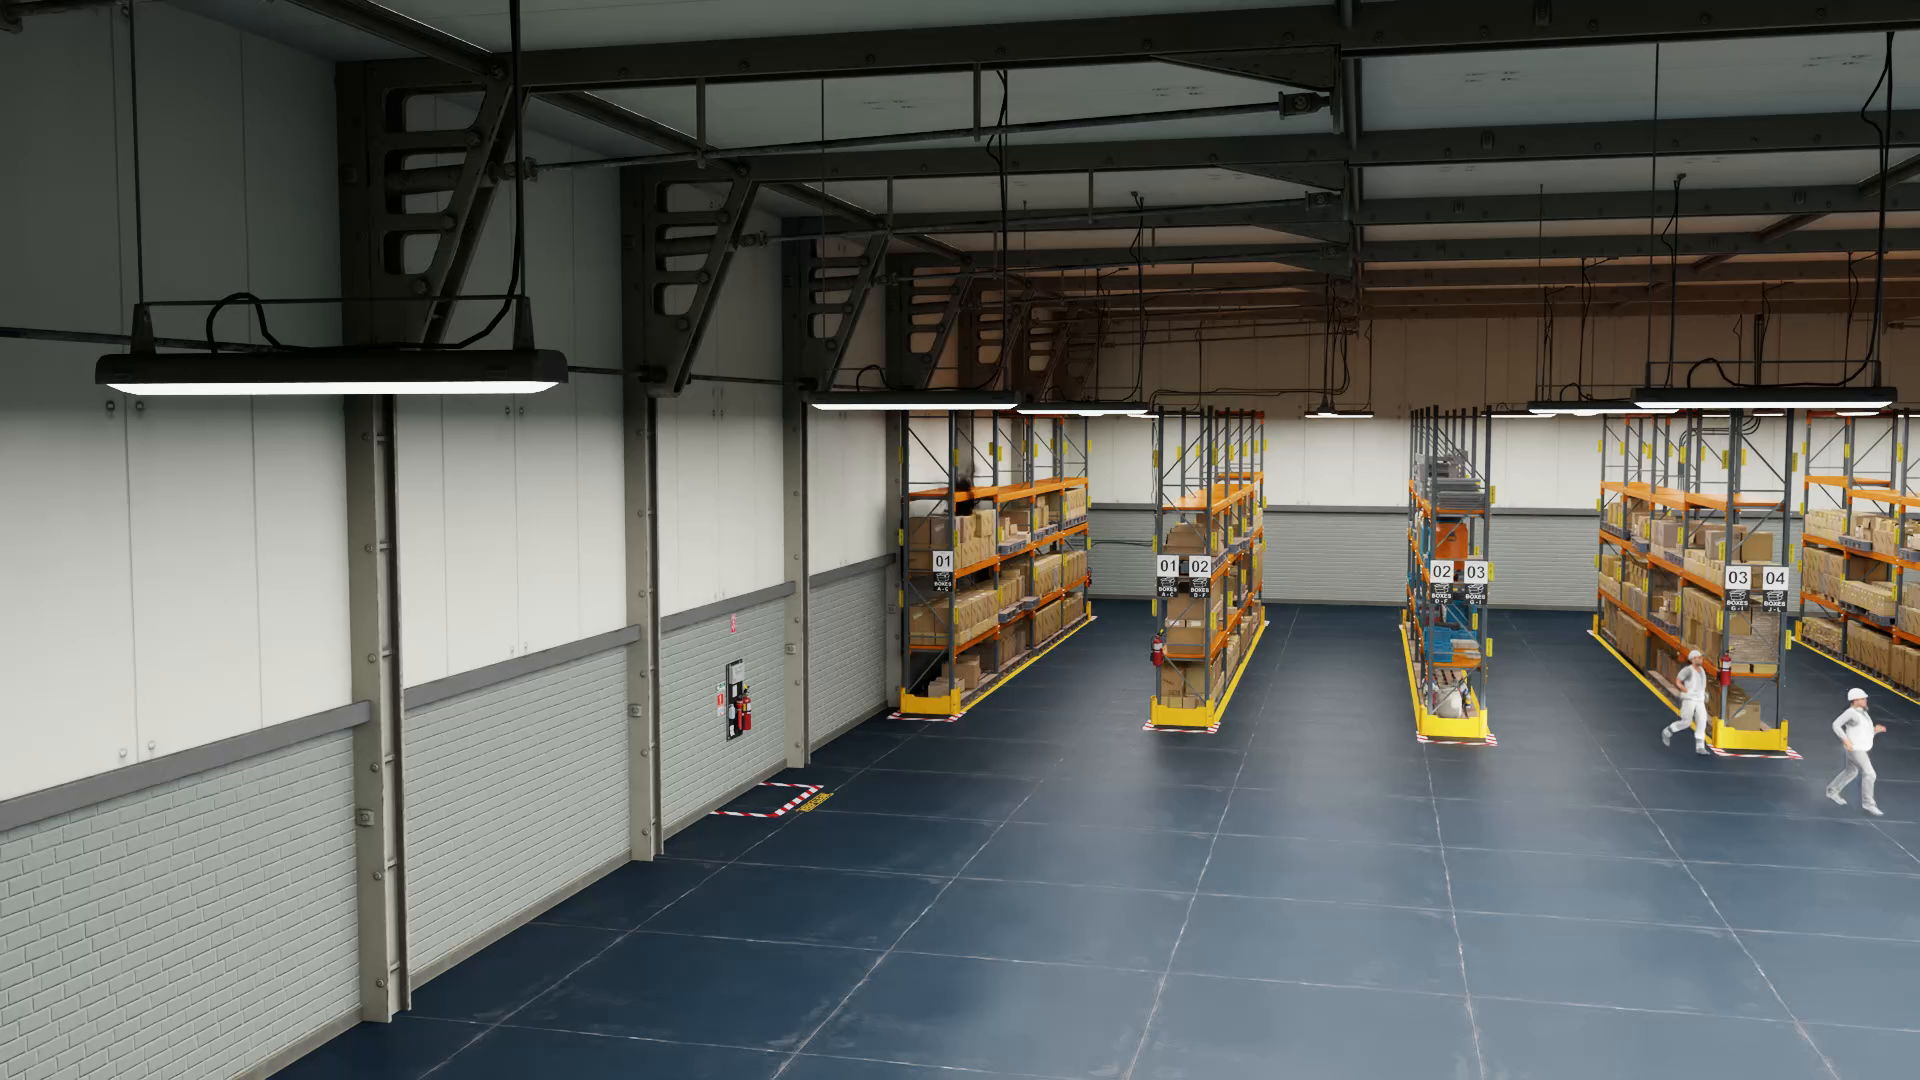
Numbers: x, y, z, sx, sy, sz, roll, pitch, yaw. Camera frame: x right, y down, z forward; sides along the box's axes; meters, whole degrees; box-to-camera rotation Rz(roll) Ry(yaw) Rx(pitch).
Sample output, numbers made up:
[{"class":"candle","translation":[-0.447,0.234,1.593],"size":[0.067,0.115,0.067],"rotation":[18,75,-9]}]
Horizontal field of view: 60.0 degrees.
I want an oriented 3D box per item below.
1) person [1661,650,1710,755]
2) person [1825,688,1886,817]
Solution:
[{"class":"person","translation":[12.677,2.778,28.739],"size":[0.731,1.757,0.957],"rotation":[-2,5,-31]},{"class":"person","translation":[13.119,3.080,24.350],"size":[0.825,1.822,0.633],"rotation":[4,5,41]}]
